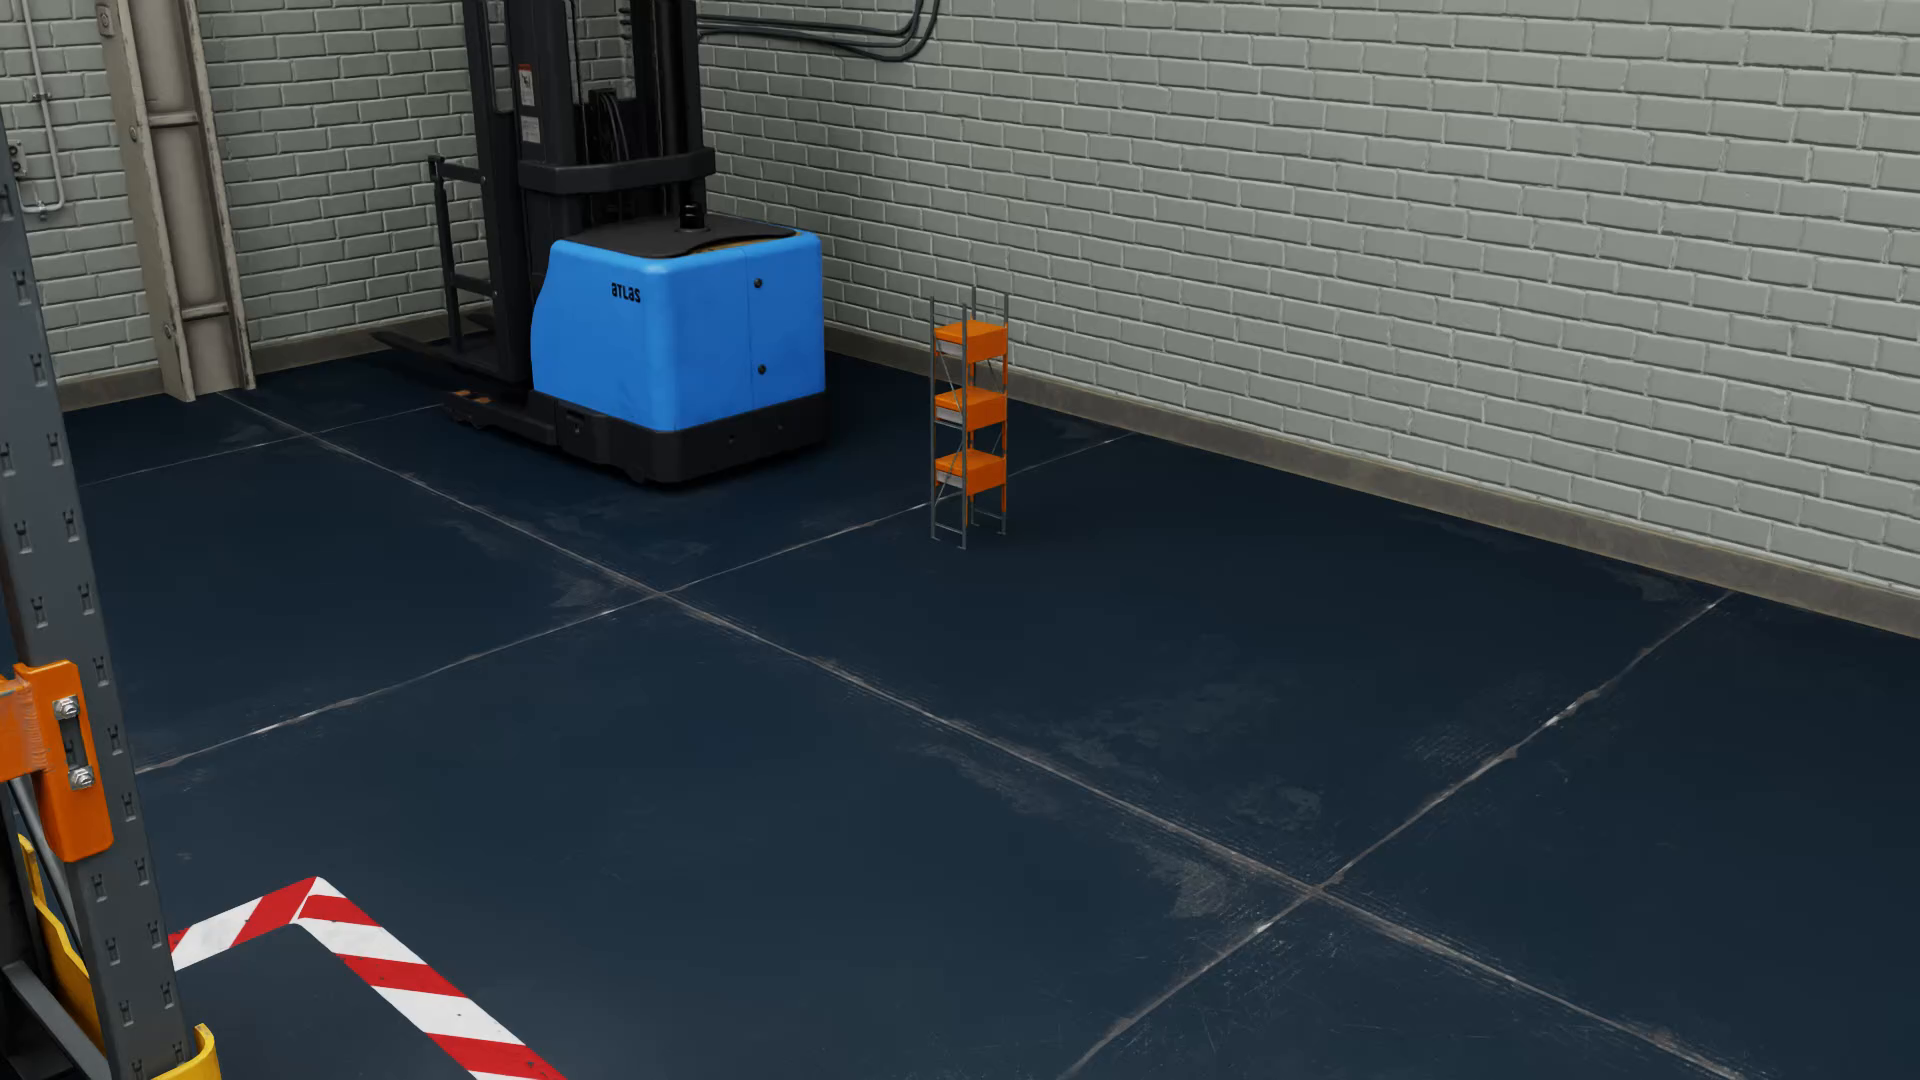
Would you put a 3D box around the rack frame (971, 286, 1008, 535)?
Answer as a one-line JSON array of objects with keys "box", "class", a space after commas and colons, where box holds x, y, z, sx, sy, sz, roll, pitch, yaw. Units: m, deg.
[{"box": [0.122, -0.535, 7.004, 0.200, 1.050, 0.008, 19, 28, 41], "class": "rack frame"}]

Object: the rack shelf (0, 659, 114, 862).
[{"box": [-3.277, 0.763, 1.911, 1.077, 0.370, 4.000, 19, 28, 41], "class": "rack shelf"}]

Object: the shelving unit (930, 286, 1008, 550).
[{"box": [0.037, -0.504, 6.922, 0.215, 1.050, 0.252, 19, 28, 41], "class": "shelving unit"}]

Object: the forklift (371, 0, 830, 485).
[{"box": [-2.054, -2.055, 8.336, 3.031, 2.935, 1.130, 19, 28, 40], "class": "forklift"}]

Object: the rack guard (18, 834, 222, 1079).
[{"box": [-1.935, 1.099, 3.518, 1.175, 0.500, 0.348, 19, 28, 41], "class": "rack guard"}]

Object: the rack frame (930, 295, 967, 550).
[{"box": [-0.048, -0.472, 6.840, 0.200, 1.050, 0.008, 19, 28, 41], "class": "rack frame"}]

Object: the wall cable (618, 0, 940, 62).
[{"box": [-1.232, -4.041, 9.374, 3.097, 2.526, 0.112, 19, 28, 41], "class": "wall cable"}]

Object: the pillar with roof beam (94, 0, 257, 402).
[{"box": [-1.085, -3.959, 4.833, 9.100, 9.000, 0.400, 19, 28, 41], "class": "pillar with roof beam"}]

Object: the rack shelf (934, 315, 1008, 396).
[{"box": [0.037, -0.759, 6.824, 0.215, 0.259, 0.240, 19, 28, 41], "class": "rack shelf"}]

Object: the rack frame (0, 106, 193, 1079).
[{"box": [-1.882, -0.087, 3.120, 1.000, 3.000, 0.127, 19, 28, 41], "class": "rack frame"}]

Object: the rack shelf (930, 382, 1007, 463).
[{"box": [0.037, -0.494, 6.926, 0.215, 0.259, 0.240, 19, 28, 41], "class": "rack shelf"}]

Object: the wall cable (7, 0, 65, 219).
[{"box": [-5.218, -2.366, 7.633, 0.084, 1.984, 1.851, 19, 28, 41], "class": "wall cable"}]

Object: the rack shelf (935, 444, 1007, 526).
[{"box": [0.037, -0.234, 7.026, 0.215, 0.259, 0.240, 19, 28, 41], "class": "rack shelf"}]
